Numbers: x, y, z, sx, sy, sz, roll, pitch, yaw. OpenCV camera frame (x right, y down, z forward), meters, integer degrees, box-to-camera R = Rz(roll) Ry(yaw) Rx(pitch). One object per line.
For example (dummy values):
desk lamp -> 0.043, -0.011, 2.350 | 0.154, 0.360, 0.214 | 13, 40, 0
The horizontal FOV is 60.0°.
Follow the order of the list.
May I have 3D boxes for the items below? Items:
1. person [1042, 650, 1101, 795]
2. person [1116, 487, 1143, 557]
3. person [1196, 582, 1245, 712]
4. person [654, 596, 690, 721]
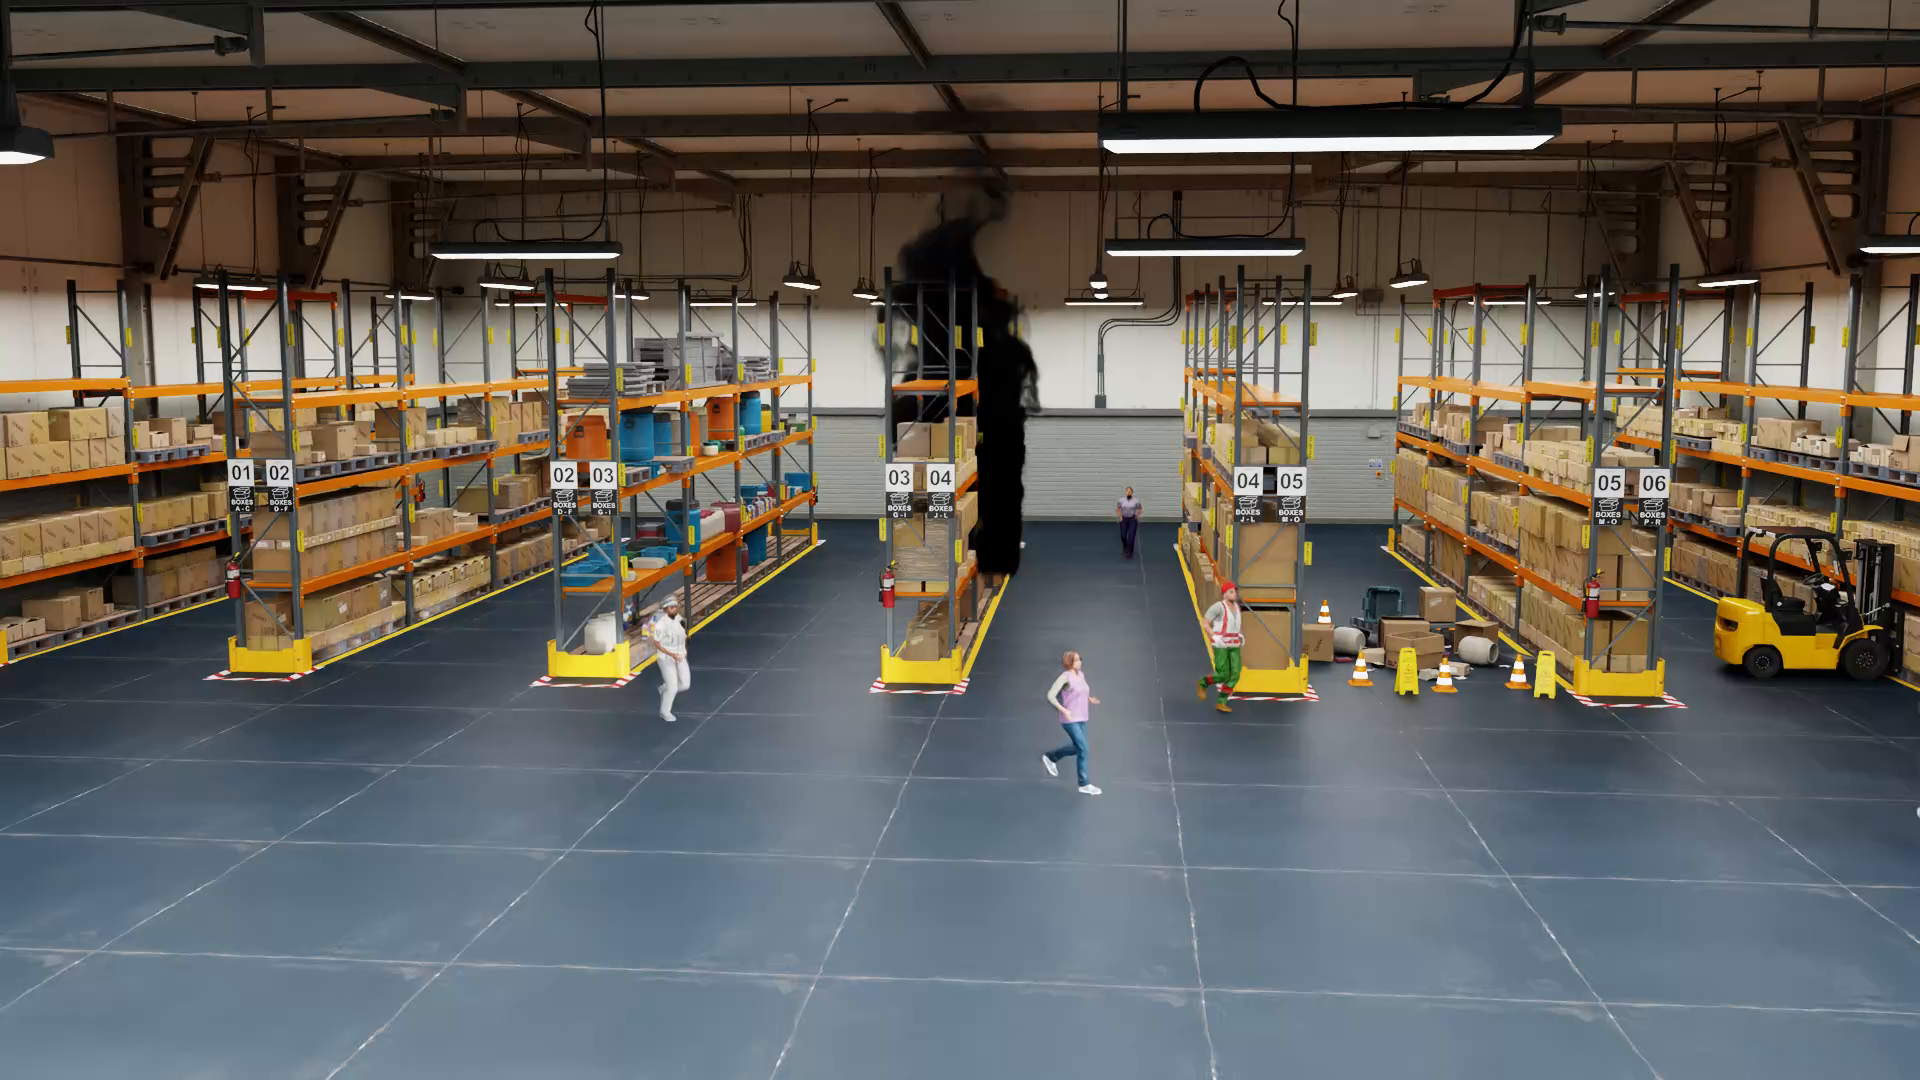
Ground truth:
person -> 1.223, 1.993, 18.403 | 0.805, 1.568, 0.548 | 5, 8, 35
person -> 3.864, -0.427, 38.082 | 0.627, 1.573, 0.548 | 1, 7, 11
person -> 3.563, 1.423, 22.482 | 0.689, 1.737, 0.614 | -5, 8, -33
person -> -3.777, 1.544, 21.853 | 0.626, 1.664, 0.597 | 6, 9, 40
